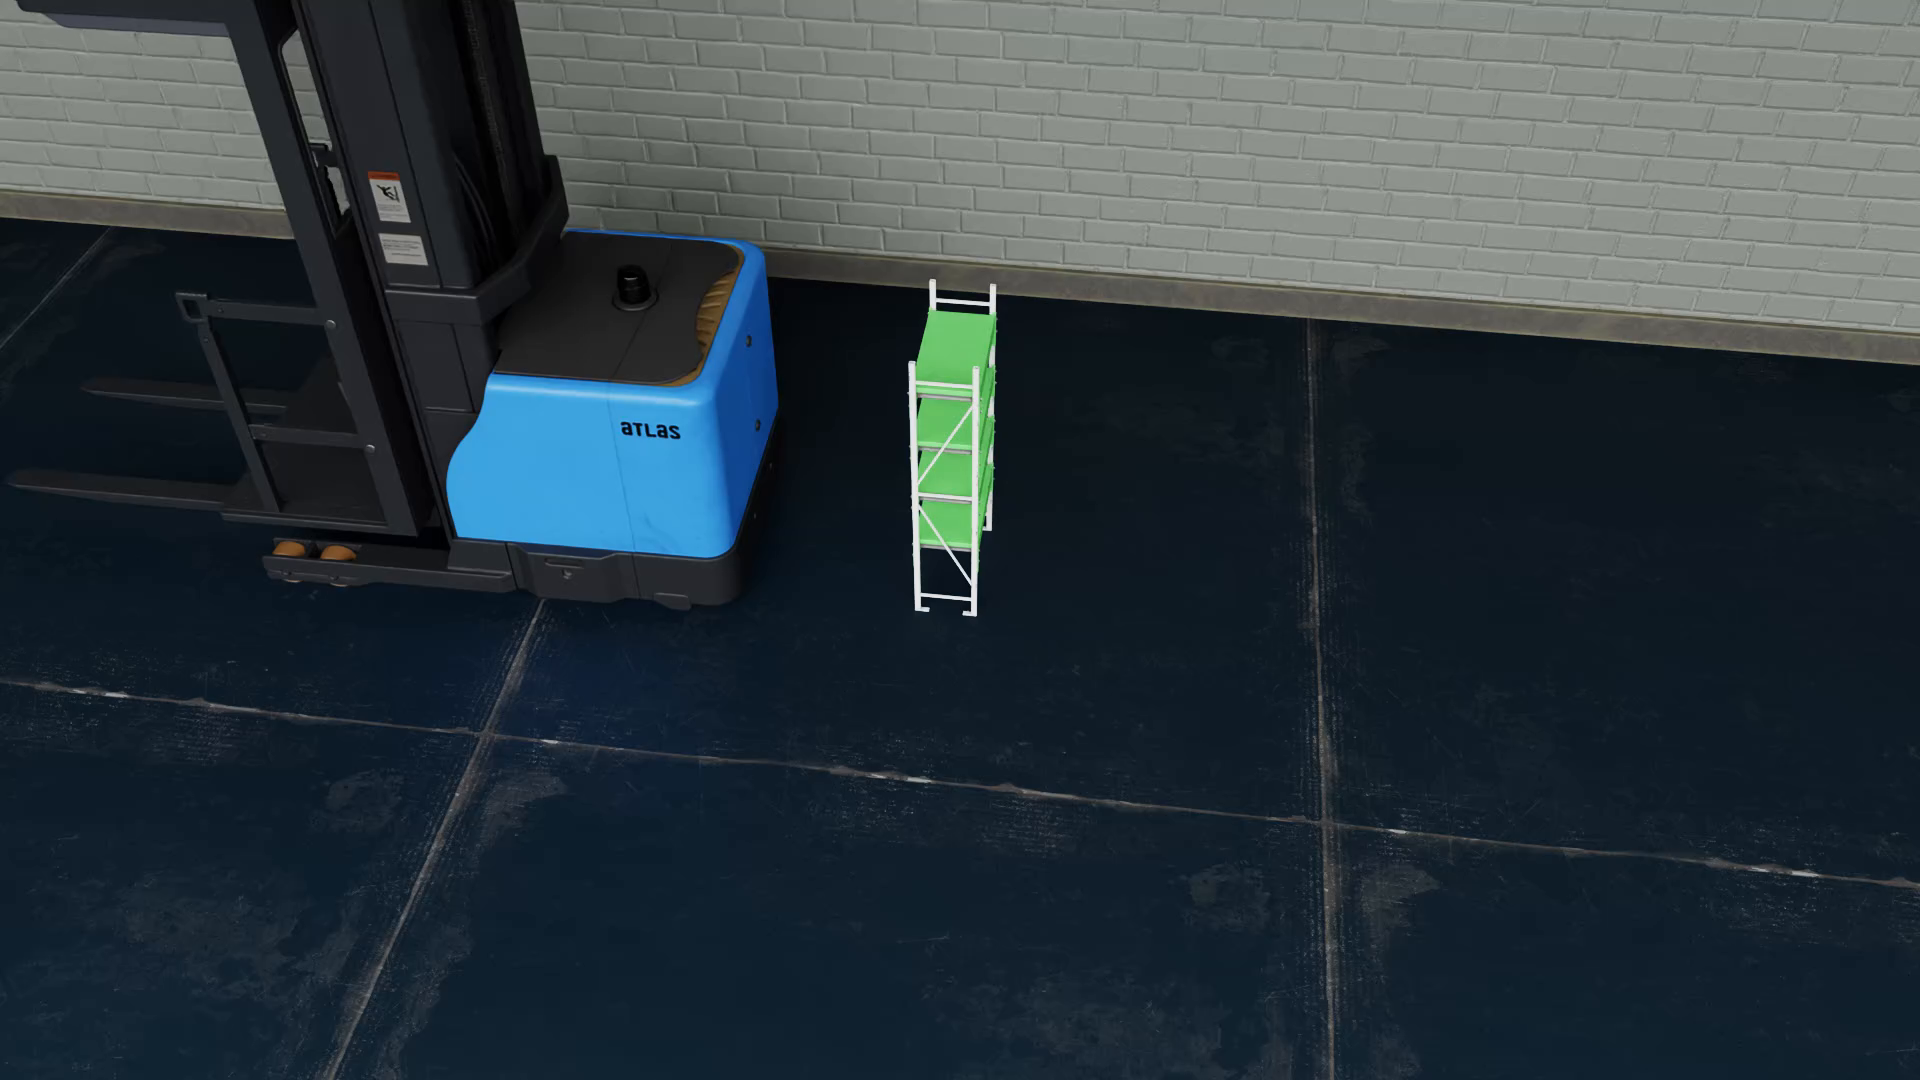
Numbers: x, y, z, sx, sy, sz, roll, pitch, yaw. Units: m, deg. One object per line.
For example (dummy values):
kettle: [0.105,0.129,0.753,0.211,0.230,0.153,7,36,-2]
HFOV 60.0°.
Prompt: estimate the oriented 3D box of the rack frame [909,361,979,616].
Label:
rack frame: [-0.054,-0.157,6.043,0.240,1.200,0.015,5,44,6]

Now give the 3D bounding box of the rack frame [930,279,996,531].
rack frame: [0.010,-0.489,6.394,0.240,1.200,0.015,5,44,6]

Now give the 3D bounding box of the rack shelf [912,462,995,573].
rack shelf: [-0.022,-0.102,6.427,0.258,0.148,0.480,5,44,6]

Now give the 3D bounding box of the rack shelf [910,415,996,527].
rack shelf: [-0.022,-0.276,6.262,0.258,0.148,0.480,5,44,6]

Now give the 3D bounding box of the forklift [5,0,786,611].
forklift: [-2.293,-1.236,5.924,3.031,2.935,1.130,5,44,5]

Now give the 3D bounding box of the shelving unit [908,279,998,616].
shelving unit: [-0.022,-0.323,6.218,0.258,1.200,0.503,5,44,6]

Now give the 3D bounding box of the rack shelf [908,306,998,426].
rack shelf: [-0.022,-0.625,5.932,0.258,0.148,0.480,5,44,6]

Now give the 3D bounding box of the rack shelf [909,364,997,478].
rack shelf: [-0.022,-0.451,6.097,0.258,0.148,0.480,5,44,6]
